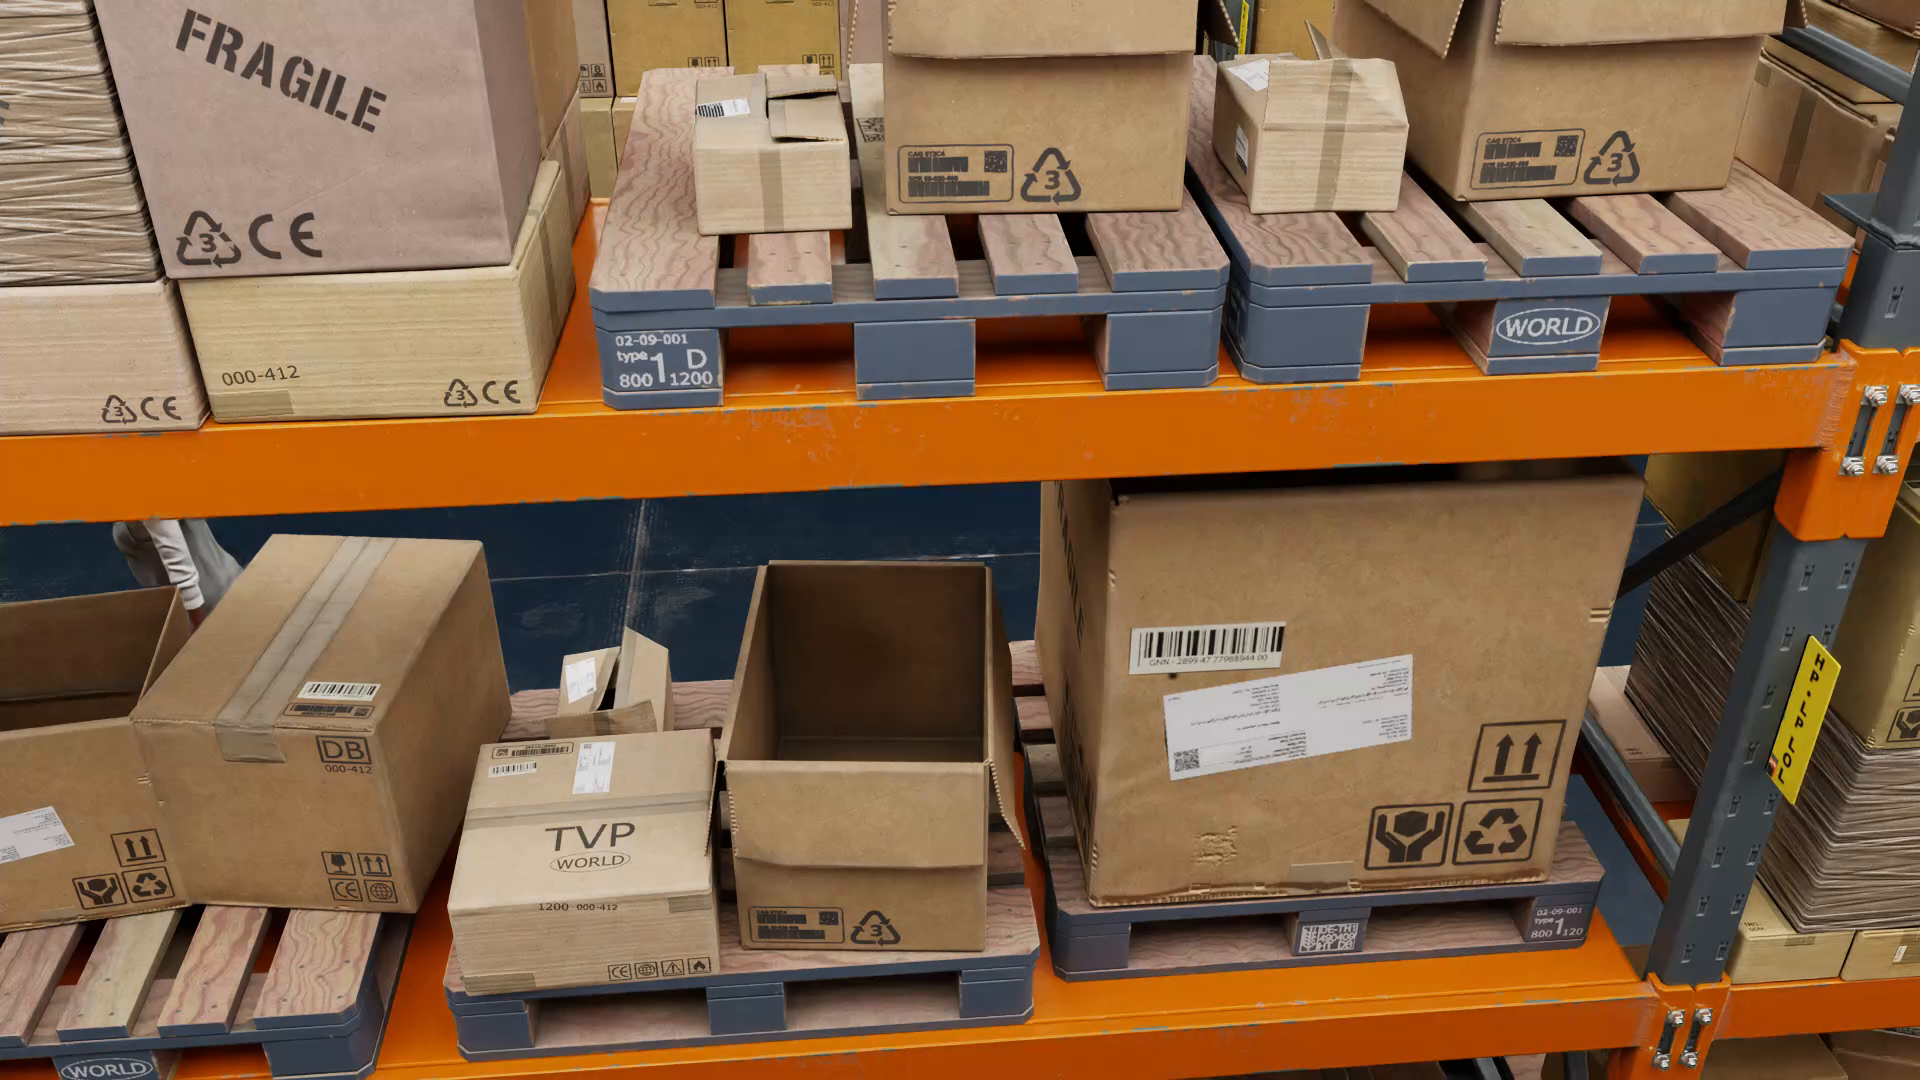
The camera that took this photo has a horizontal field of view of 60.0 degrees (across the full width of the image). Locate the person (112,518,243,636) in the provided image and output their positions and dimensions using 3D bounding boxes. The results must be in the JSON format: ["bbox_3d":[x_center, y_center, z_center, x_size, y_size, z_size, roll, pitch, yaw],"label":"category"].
[{"bbox_3d":[-2.602,0.191,5.741,0.609,1.475,0.419,-5,32,-8],"label":"person"}]
